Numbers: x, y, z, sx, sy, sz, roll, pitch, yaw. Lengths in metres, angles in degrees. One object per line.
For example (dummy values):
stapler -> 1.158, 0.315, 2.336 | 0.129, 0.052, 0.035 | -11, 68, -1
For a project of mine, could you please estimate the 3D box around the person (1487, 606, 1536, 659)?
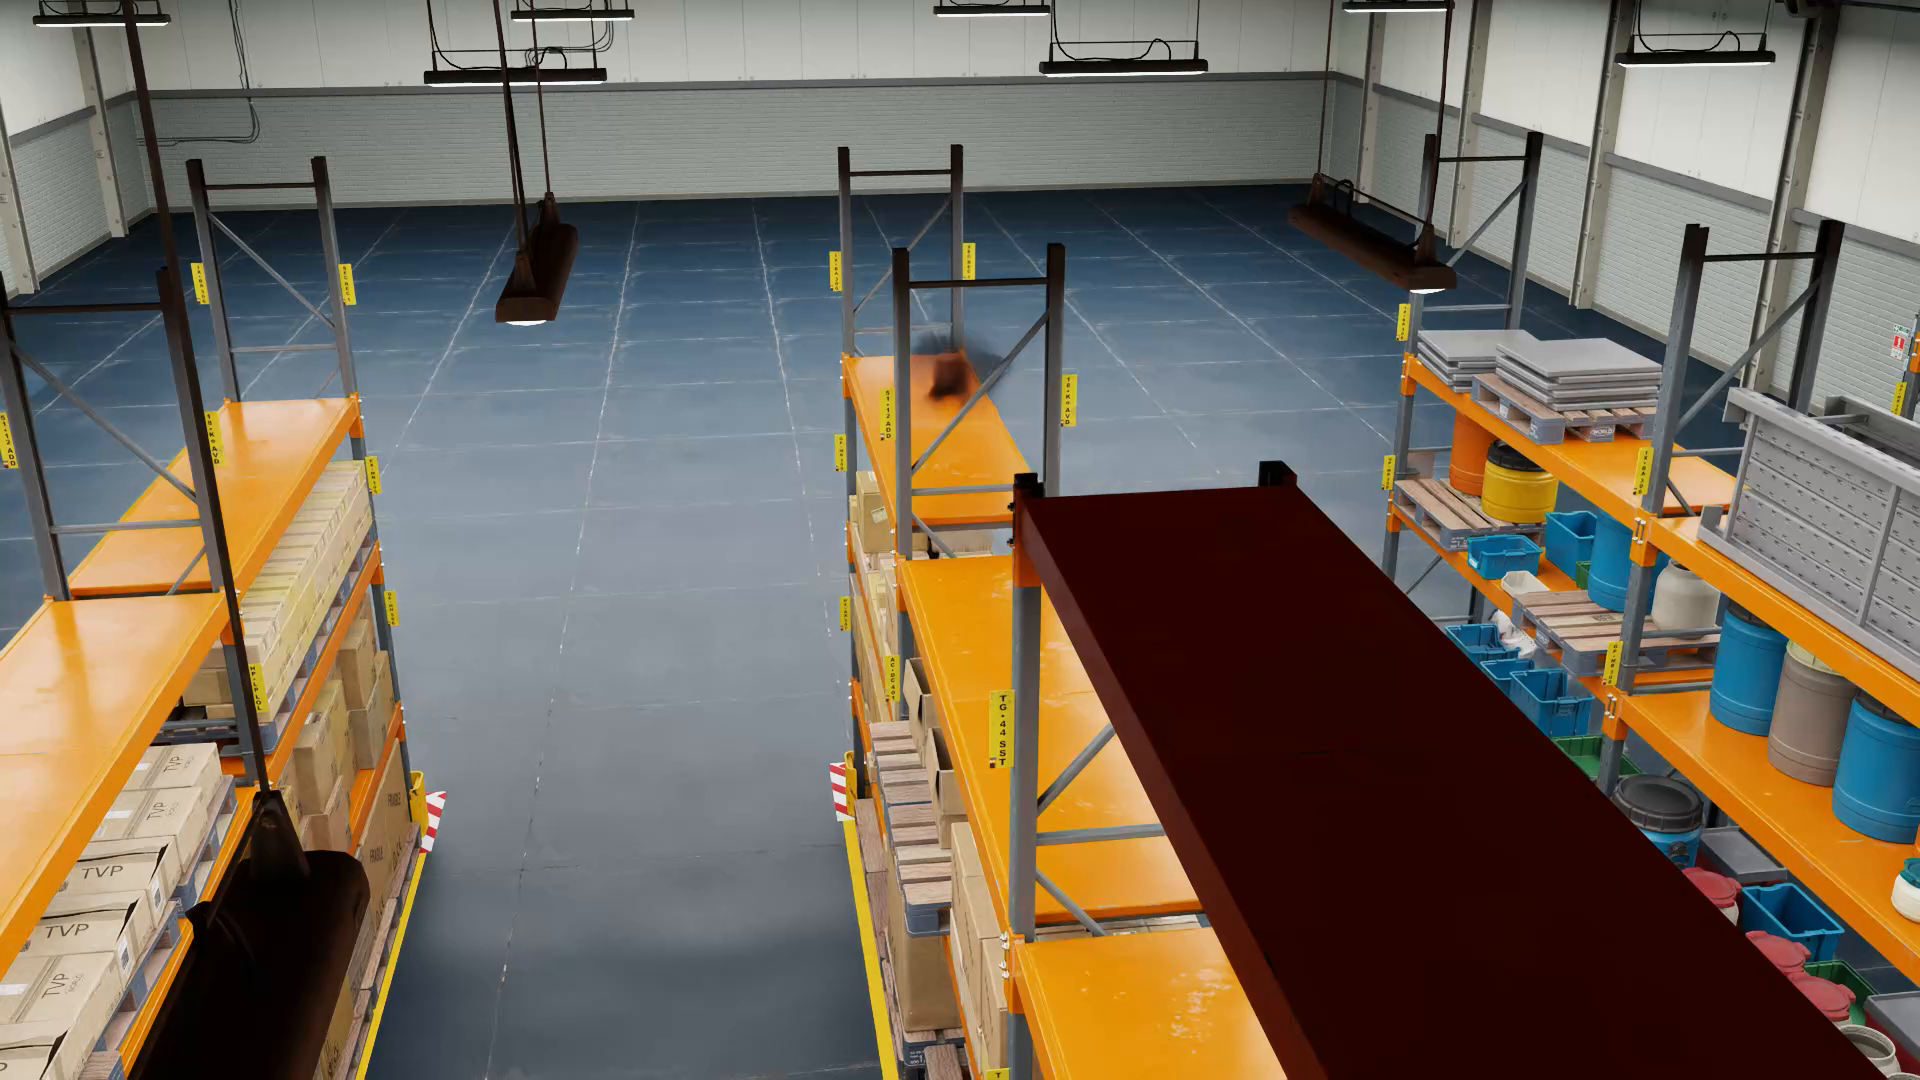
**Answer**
person -> 5.523, 1.118, 16.618 | 0.646, 1.625, 0.869 | -14, 25, -31
